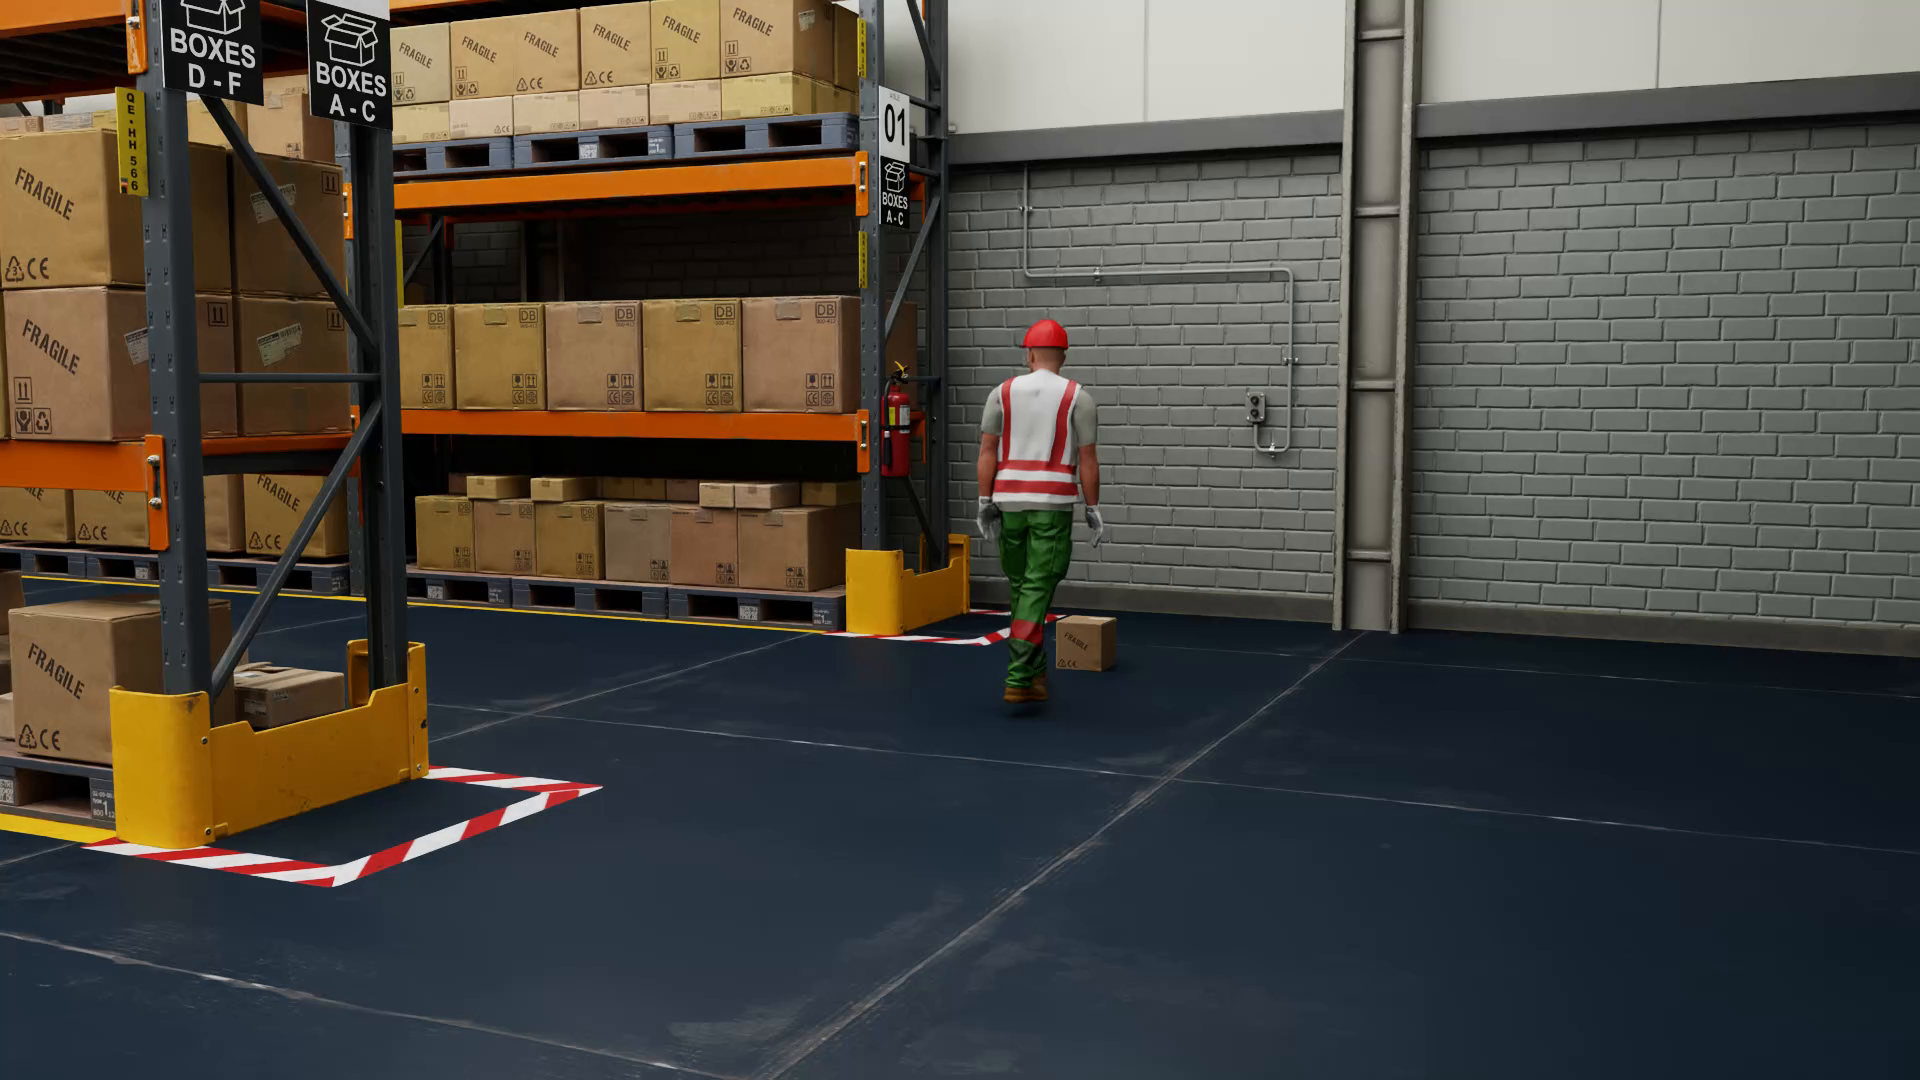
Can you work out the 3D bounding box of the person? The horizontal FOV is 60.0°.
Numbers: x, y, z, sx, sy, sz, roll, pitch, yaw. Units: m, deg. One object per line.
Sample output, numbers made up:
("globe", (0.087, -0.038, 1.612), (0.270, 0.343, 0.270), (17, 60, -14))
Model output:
("person", (0.381, -0.148, 7.754), (0.548, 1.748, 0.880), (2, 6, 24))
